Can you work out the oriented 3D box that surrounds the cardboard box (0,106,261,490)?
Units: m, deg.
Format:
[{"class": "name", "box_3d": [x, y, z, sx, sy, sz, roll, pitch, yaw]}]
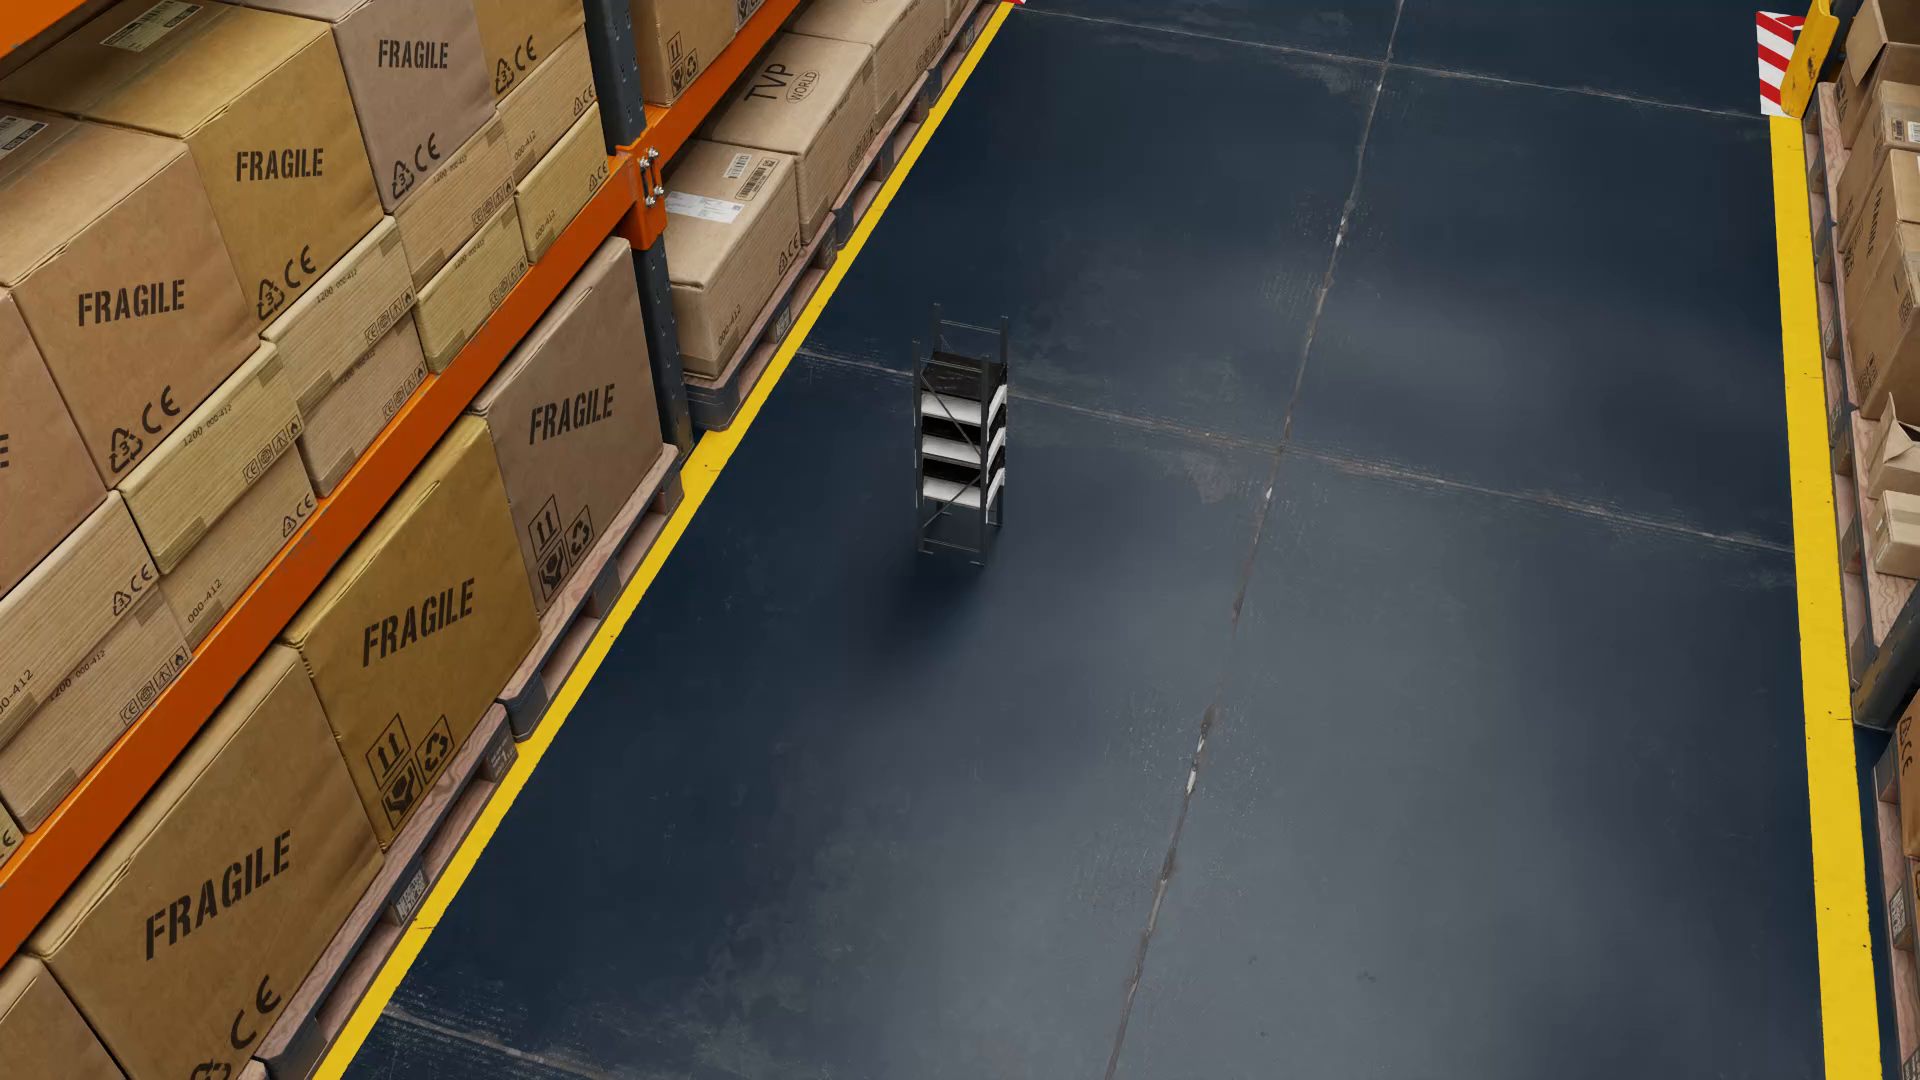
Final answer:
[{"class": "cardboard box", "box_3d": [-1.827, -0.492, 3.322, 0.500, 0.500, 0.500, 13, 46, 13]}]

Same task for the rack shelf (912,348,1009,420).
[{"class": "rack shelf", "box_3d": [0.002, -0.496, 5.275, 0.258, 0.077, 0.200, 13, 46, 12]}]

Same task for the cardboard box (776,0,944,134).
[{"class": "cardboard box", "box_3d": [-0.629, -2.306, 7.494, 0.875, 0.438, 0.875, 14, 46, 14]}]

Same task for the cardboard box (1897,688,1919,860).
[{"class": "cardboard box", "box_3d": [2.904, 0.588, 4.491, 0.500, 0.500, 0.500, 14, 46, 14]}]

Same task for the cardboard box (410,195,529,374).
[{"class": "cardboard box", "box_3d": [-1.517, -0.733, 4.462, 0.500, 0.250, 0.500, 12, 46, 12]}]

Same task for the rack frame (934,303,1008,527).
[{"class": "rack frame", "box_3d": [0.033, -0.395, 5.510, 0.240, 0.900, 0.006, 13, 46, 12]}]

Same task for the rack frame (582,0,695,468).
[{"class": "rack frame", "box_3d": [-1.467, -1.479, 5.116, 1.000, 3.000, 0.127, 13, 46, 13]}]

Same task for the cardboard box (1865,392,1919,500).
[{"class": "cardboard box", "box_3d": [3.262, -0.274, 5.540, 0.396, 0.266, 0.258, 14, 46, 14]}]

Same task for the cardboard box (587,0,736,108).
[{"class": "cardboard box", "box_3d": [-1.075, -1.772, 5.344, 0.500, 0.500, 0.500, 14, 46, 14]}]

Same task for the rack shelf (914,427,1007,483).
[{"class": "rack shelf", "box_3d": [0.002, -0.303, 5.464, 0.258, 0.077, 0.200, 13, 46, 12]}]

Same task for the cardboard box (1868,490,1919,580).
[{"class": "cardboard box", "box_3d": [3.154, 0.005, 5.338, 0.380, 0.149, 0.250, 11, 45, 11]}]

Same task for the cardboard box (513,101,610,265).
[{"class": "cardboard box", "box_3d": [-1.362, -1.073, 4.809, 0.500, 0.250, 0.500, 12, 46, 12]}]

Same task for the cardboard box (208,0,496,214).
[{"class": "cardboard box", "box_3d": [-1.512, -1.174, 4.019, 0.500, 0.500, 0.500, 13, 46, 13]}]

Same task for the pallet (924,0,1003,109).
[{"class": "pallet", "box_3d": [-0.423, -2.599, 8.255, 1.003, 0.211, 1.213, 13, 46, 13]}]

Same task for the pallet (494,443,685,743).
[{"class": "pallet", "box_3d": [-1.628, 0.048, 5.550, 1.003, 0.211, 1.213, 13, 46, 13]}]

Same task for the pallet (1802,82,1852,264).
[{"class": "pallet", "box_3d": [4.213, -1.517, 7.150, 1.003, 0.211, 1.213, 13, 46, 13]}]

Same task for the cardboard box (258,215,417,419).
[{"class": "cardboard box", "box_3d": [-1.664, -0.577, 3.945, 0.500, 0.250, 0.500, 14, 46, 13]}]

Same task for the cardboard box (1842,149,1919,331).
[{"class": "cardboard box", "box_3d": [3.650, -1.072, 6.188, 0.500, 0.500, 0.500, 13, 46, 13]}]

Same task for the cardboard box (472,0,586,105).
[{"class": "cardboard box", "box_3d": [-1.363, -1.521, 4.373, 0.500, 0.500, 0.500, 14, 46, 14]}]

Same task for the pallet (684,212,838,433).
[{"class": "pallet", "box_3d": [-1.162, -0.972, 6.593, 1.003, 0.211, 1.213, 13, 46, 13]}]

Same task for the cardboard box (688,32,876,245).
[{"class": "cardboard box", "box_3d": [-0.904, -1.706, 6.880, 0.875, 0.438, 0.875, 11, 45, 11]}]

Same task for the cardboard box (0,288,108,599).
[{"class": "cardboard box", "box_3d": [-1.983, -0.157, 2.979, 0.500, 0.500, 0.500, 14, 46, 14]}]

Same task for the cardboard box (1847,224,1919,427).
[{"class": "cardboard box", "box_3d": [3.591, -0.712, 5.819, 0.700, 0.500, 0.500, 11, 45, 11]}]

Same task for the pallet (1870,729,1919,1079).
[{"class": "pallet", "box_3d": [3.055, 1.117, 4.458, 1.003, 0.211, 1.213, 13, 46, 13]}]

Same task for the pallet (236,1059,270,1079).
[{"class": "pallet", "box_3d": [-2.367, 1.675, 3.888, 1.003, 0.211, 1.213, 13, 46, 13]}]

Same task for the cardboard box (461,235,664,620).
[{"class": "cardboard box", "box_3d": [-1.578, -0.439, 5.273, 0.875, 0.875, 0.875, 14, 46, 14]}]

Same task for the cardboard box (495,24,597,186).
[{"class": "cardboard box", "box_3d": [-1.368, -1.258, 4.641, 0.500, 0.250, 0.500, 12, 46, 12]}]

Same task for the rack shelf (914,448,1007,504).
[{"class": "rack shelf", "box_3d": [0.002, -0.239, 5.527, 0.258, 0.077, 0.200, 13, 46, 12]}]

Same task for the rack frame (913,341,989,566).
[{"class": "rack frame", "box_3d": [-0.028, -0.259, 5.372, 0.240, 0.900, 0.006, 13, 46, 12]}]

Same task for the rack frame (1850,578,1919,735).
[{"class": "rack frame", "box_3d": [3.265, -0.430, 4.045, 1.000, 3.000, 0.127, 13, 46, 13]}]

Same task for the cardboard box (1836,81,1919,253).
[{"class": "cardboard box", "box_3d": [3.905, -1.404, 6.527, 0.700, 0.500, 0.500, 14, 46, 14]}]

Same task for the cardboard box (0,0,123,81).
[{"class": "cardboard box", "box_3d": [-2.156, -0.961, 3.801, 0.500, 0.500, 0.500, 11, 46, 12]}]

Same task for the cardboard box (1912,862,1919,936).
[{"class": "cardboard box", "box_3d": [2.752, 0.945, 4.126, 0.500, 0.500, 0.500, 12, 46, 12]}]

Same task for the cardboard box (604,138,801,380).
[{"class": "cardboard box", "box_3d": [-1.174, -1.109, 6.270, 0.875, 0.438, 0.875, 12, 46, 12]}]

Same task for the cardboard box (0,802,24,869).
[{"class": "cardboard box", "box_3d": [-2.151, 0.622, 3.077, 0.500, 0.250, 0.500, 11, 46, 11]}]

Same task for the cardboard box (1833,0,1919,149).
[{"class": "cardboard box", "box_3d": [4.201, -1.966, 7.099, 0.797, 0.503, 0.637, 11, 45, 11]}]

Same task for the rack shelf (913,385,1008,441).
[{"class": "rack shelf", "box_3d": [0.002, -0.432, 5.338, 0.258, 0.077, 0.200, 13, 46, 12]}]

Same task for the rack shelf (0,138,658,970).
[{"class": "rack shelf", "box_3d": [-2.072, 0.112, 4.006, 1.077, 0.370, 4.000, 13, 46, 13]}]

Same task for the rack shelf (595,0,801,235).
[{"class": "rack shelf", "box_3d": [-0.861, -2.555, 6.730, 1.077, 0.370, 4.000, 13, 46, 13]}]

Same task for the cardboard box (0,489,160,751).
[{"class": "cardboard box", "box_3d": [-1.969, 0.103, 3.250, 0.500, 0.250, 0.500, 12, 46, 12]}]

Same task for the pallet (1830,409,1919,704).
[{"class": "pallet", "box_3d": [3.474, 0.109, 5.487, 1.003, 0.211, 1.213, 13, 46, 13]}]

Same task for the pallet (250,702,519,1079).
[{"class": "pallet", "box_3d": [-1.996, 0.864, 4.716, 1.003, 0.211, 1.213, 13, 46, 13]}]

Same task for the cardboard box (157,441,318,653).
[{"class": "cardboard box", "box_3d": [-1.841, -0.056, 3.770, 0.500, 0.250, 0.500, 13, 46, 13]}]

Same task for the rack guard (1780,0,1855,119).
[{"class": "rack guard", "box_3d": [4.454, -2.152, 7.592, 1.175, 0.500, 0.348, 13, 46, 13]}]

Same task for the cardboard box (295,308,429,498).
[{"class": "cardboard box", "box_3d": [-1.688, -0.401, 4.122, 0.500, 0.250, 0.500, 11, 46, 11]}]

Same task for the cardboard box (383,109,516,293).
[{"class": "cardboard box", "box_3d": [-1.513, -0.924, 4.299, 0.500, 0.250, 0.500, 14, 46, 13]}]

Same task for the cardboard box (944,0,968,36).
[{"class": "cardboard box", "box_3d": [-0.360, -2.918, 8.119, 0.875, 0.438, 0.875, 11, 45, 11]}]

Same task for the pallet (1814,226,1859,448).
[{"class": "pallet", "box_3d": [3.842, -0.706, 6.321, 1.003, 0.211, 1.213, 13, 46, 13]}]

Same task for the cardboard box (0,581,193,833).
[{"class": "cardboard box", "box_3d": [-1.987, 0.274, 3.433, 0.500, 0.250, 0.500, 14, 46, 14]}]

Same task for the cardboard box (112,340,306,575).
[{"class": "cardboard box", "box_3d": [-1.803, -0.232, 3.592, 0.500, 0.250, 0.500, 13, 46, 13]}]

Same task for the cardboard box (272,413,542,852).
[{"class": "cardboard box", "box_3d": [-1.844, 0.165, 4.656, 0.875, 0.875, 0.875, 14, 46, 14]}]

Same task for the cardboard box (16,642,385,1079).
[{"class": "cardboard box", "box_3d": [-2.115, 0.760, 4.047, 0.875, 0.875, 0.875, 13, 46, 13]}]

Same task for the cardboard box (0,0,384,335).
[{"class": "cardboard box", "box_3d": [-1.684, -0.841, 3.678, 0.500, 0.500, 0.500, 14, 46, 14]}]

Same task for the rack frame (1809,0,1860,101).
[{"class": "rack frame", "box_3d": [4.477, -3.096, 6.769, 1.000, 3.000, 0.127, 13, 46, 13]}]

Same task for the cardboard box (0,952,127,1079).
[{"class": "cardboard box", "box_3d": [-2.390, 1.354, 3.440, 0.875, 0.875, 0.875, 12, 46, 12]}]

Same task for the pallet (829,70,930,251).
[{"class": "pallet", "box_3d": [-0.794, -1.788, 7.426, 1.003, 0.211, 1.213, 13, 46, 12]}]

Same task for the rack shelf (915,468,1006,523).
[{"class": "rack shelf", "box_3d": [0.002, -0.175, 5.590, 0.258, 0.077, 0.200, 13, 46, 12]}]

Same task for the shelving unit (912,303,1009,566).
[{"class": "shelving unit", "box_3d": [0.002, -0.327, 5.441, 0.258, 0.900, 0.210, 13, 46, 12]}]

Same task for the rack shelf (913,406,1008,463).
[{"class": "rack shelf", "box_3d": [0.002, -0.368, 5.401, 0.258, 0.077, 0.200, 13, 46, 12]}]

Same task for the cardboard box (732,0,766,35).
[{"class": "cardboard box", "box_3d": [-0.919, -2.106, 5.686, 0.500, 0.500, 0.500, 13, 46, 13]}]
